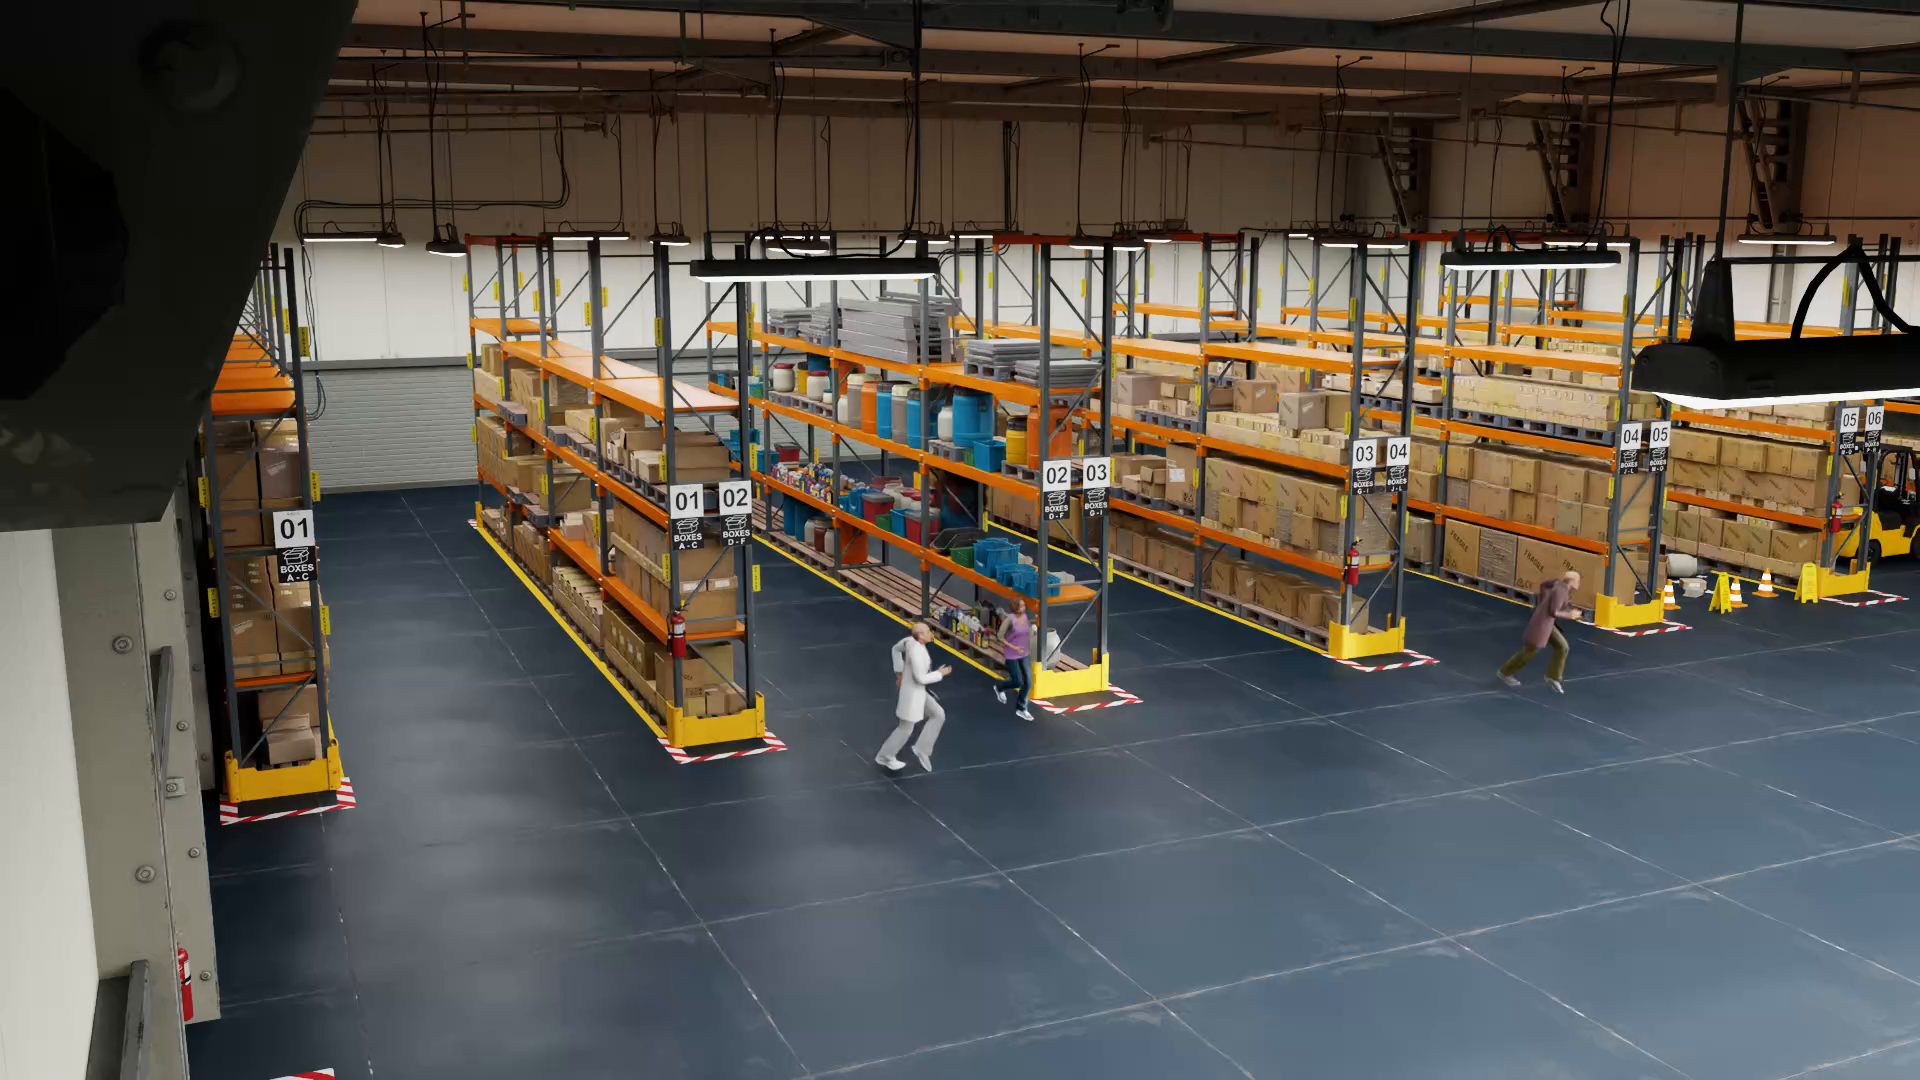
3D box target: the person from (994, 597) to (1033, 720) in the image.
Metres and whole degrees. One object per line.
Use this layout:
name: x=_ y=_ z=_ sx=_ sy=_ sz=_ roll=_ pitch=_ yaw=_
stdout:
person: x=0.695 y=1.497 z=21.363 sx=0.577 sy=1.587 sz=0.669 roll=-9 pitch=14 yaw=-40

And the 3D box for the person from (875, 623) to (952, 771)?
person: x=-0.538 y=1.860 z=19.152 sx=0.893 sy=1.697 sz=0.749 roll=0 pitch=11 yaw=-1

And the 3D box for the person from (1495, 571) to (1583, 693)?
person: x=7.849 y=1.238 z=22.509 sx=1.072 sy=1.736 sz=0.753 roll=4 pitch=12 yaw=21
